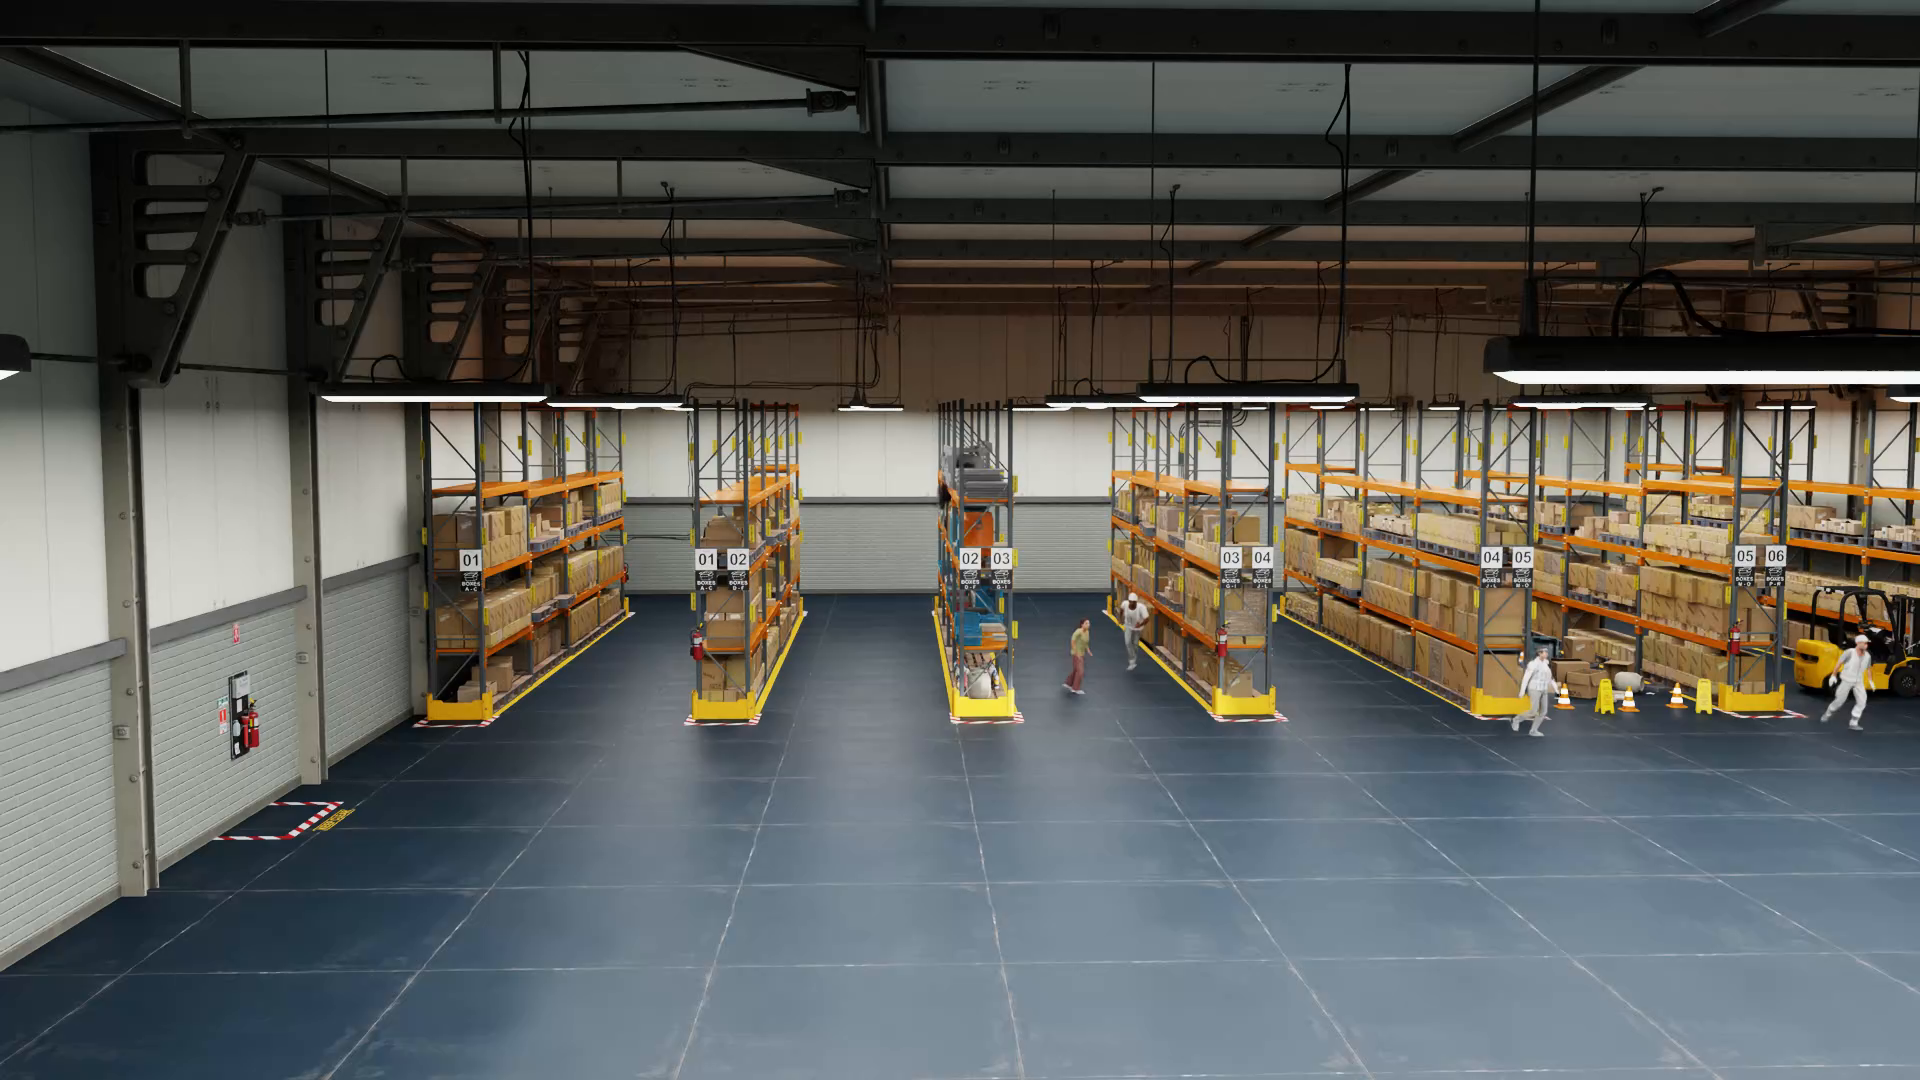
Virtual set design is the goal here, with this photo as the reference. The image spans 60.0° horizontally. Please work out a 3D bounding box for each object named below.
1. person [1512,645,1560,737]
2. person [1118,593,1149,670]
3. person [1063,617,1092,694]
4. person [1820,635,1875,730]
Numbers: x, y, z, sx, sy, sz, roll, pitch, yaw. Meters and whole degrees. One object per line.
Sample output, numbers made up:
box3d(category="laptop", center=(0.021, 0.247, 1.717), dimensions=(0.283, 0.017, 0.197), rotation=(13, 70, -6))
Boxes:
box3d(category="person", center=(10.206, 2.660, 29.515), dimensions=(0.642, 1.649, 0.654), rotation=(-3, 5, -32))
box3d(category="person", center=(3.742, 1.925, 35.817), dimensions=(0.714, 1.665, 1.037), rotation=(1, 4, 13))
box3d(category="person", center=(2.373, 2.353, 34.008), dimensions=(0.749, 1.613, 0.592), rotation=(3, 5, 37))
box3d(category="person", center=(16.142, 2.561, 30.256), dimensions=(0.773, 1.732, 0.778), rotation=(-1, 4, -8))
